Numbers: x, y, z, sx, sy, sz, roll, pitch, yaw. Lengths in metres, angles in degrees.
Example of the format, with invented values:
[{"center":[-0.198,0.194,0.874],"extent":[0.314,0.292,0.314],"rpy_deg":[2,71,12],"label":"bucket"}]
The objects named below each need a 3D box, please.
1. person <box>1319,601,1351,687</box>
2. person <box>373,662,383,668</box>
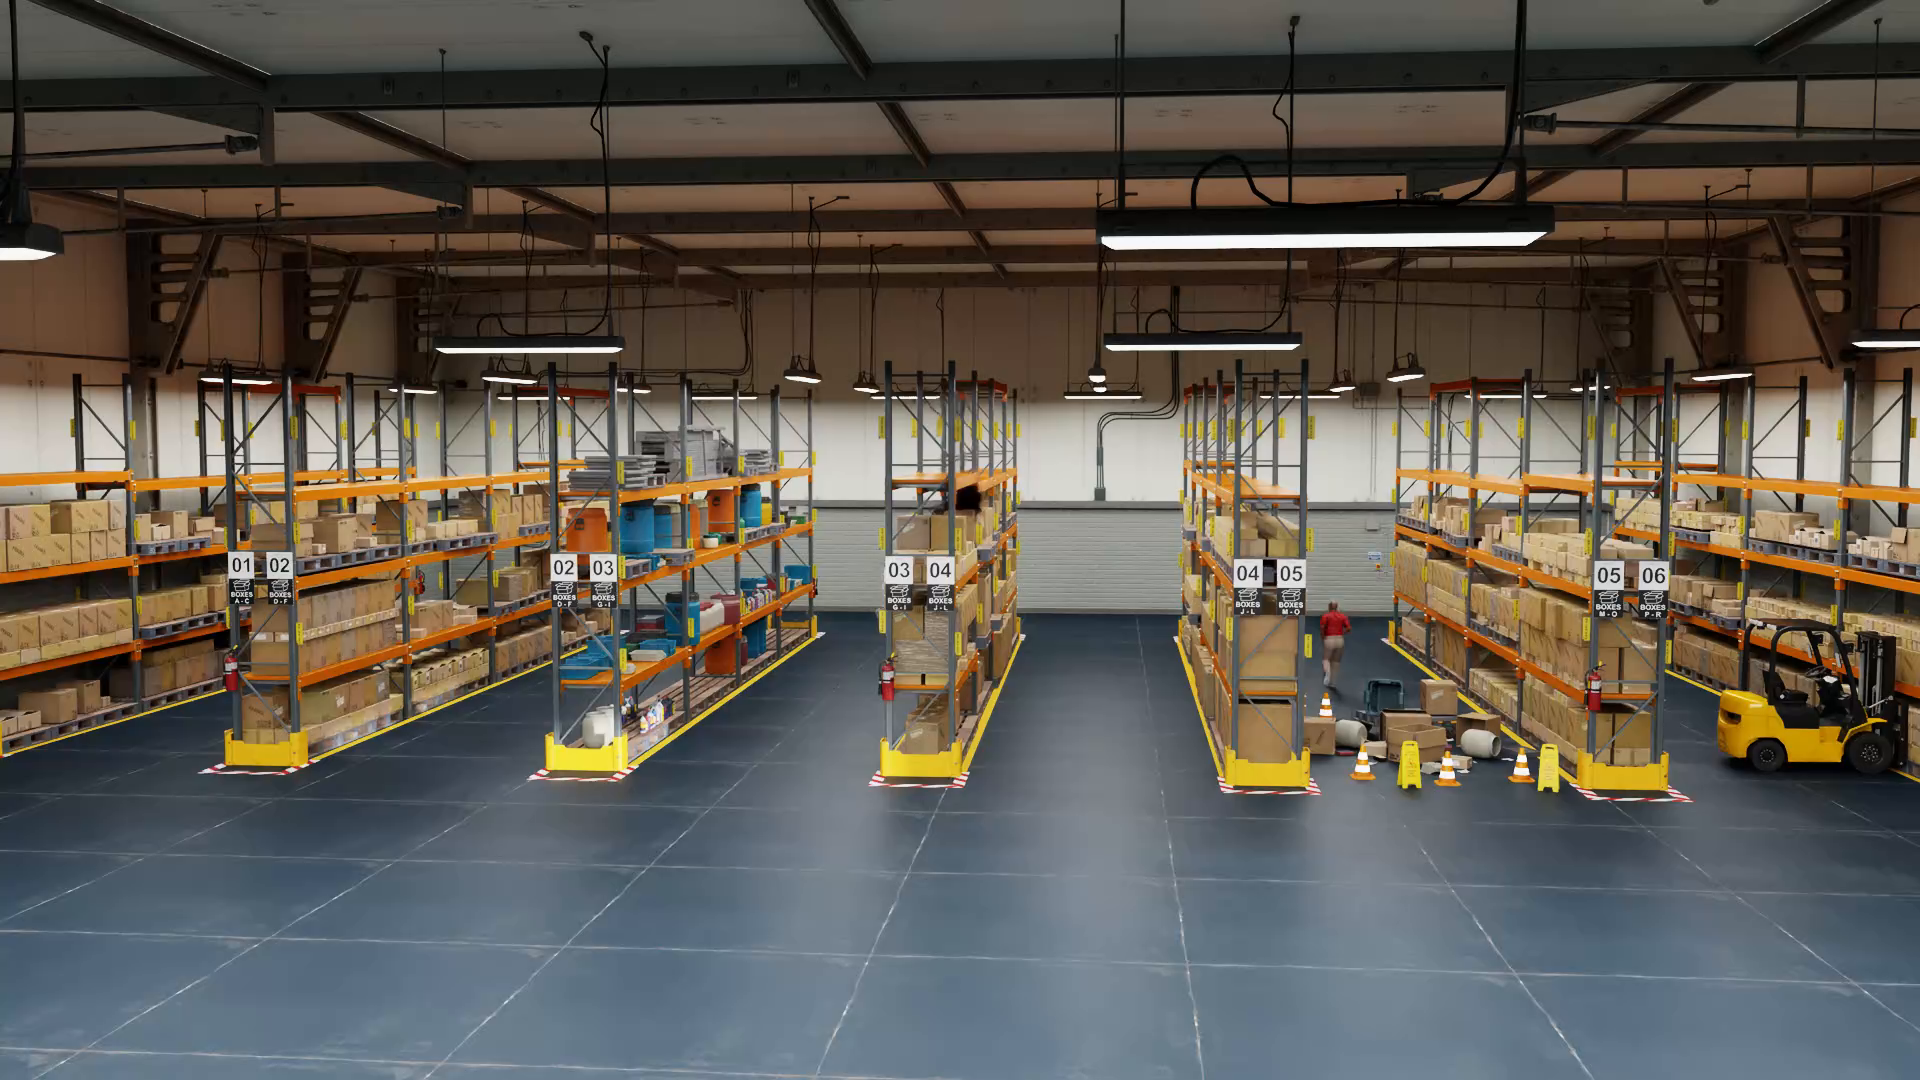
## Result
[{"center":[7.284,2.029,32.487],"extent":[0.646,1.689,0.606],"rpy_deg":[0,4,-2],"label":"person"},{"center":[-12.145,1.977,34.528],"extent":[0.506,1.498,0.662],"rpy_deg":[-1,4,-9],"label":"person"}]
